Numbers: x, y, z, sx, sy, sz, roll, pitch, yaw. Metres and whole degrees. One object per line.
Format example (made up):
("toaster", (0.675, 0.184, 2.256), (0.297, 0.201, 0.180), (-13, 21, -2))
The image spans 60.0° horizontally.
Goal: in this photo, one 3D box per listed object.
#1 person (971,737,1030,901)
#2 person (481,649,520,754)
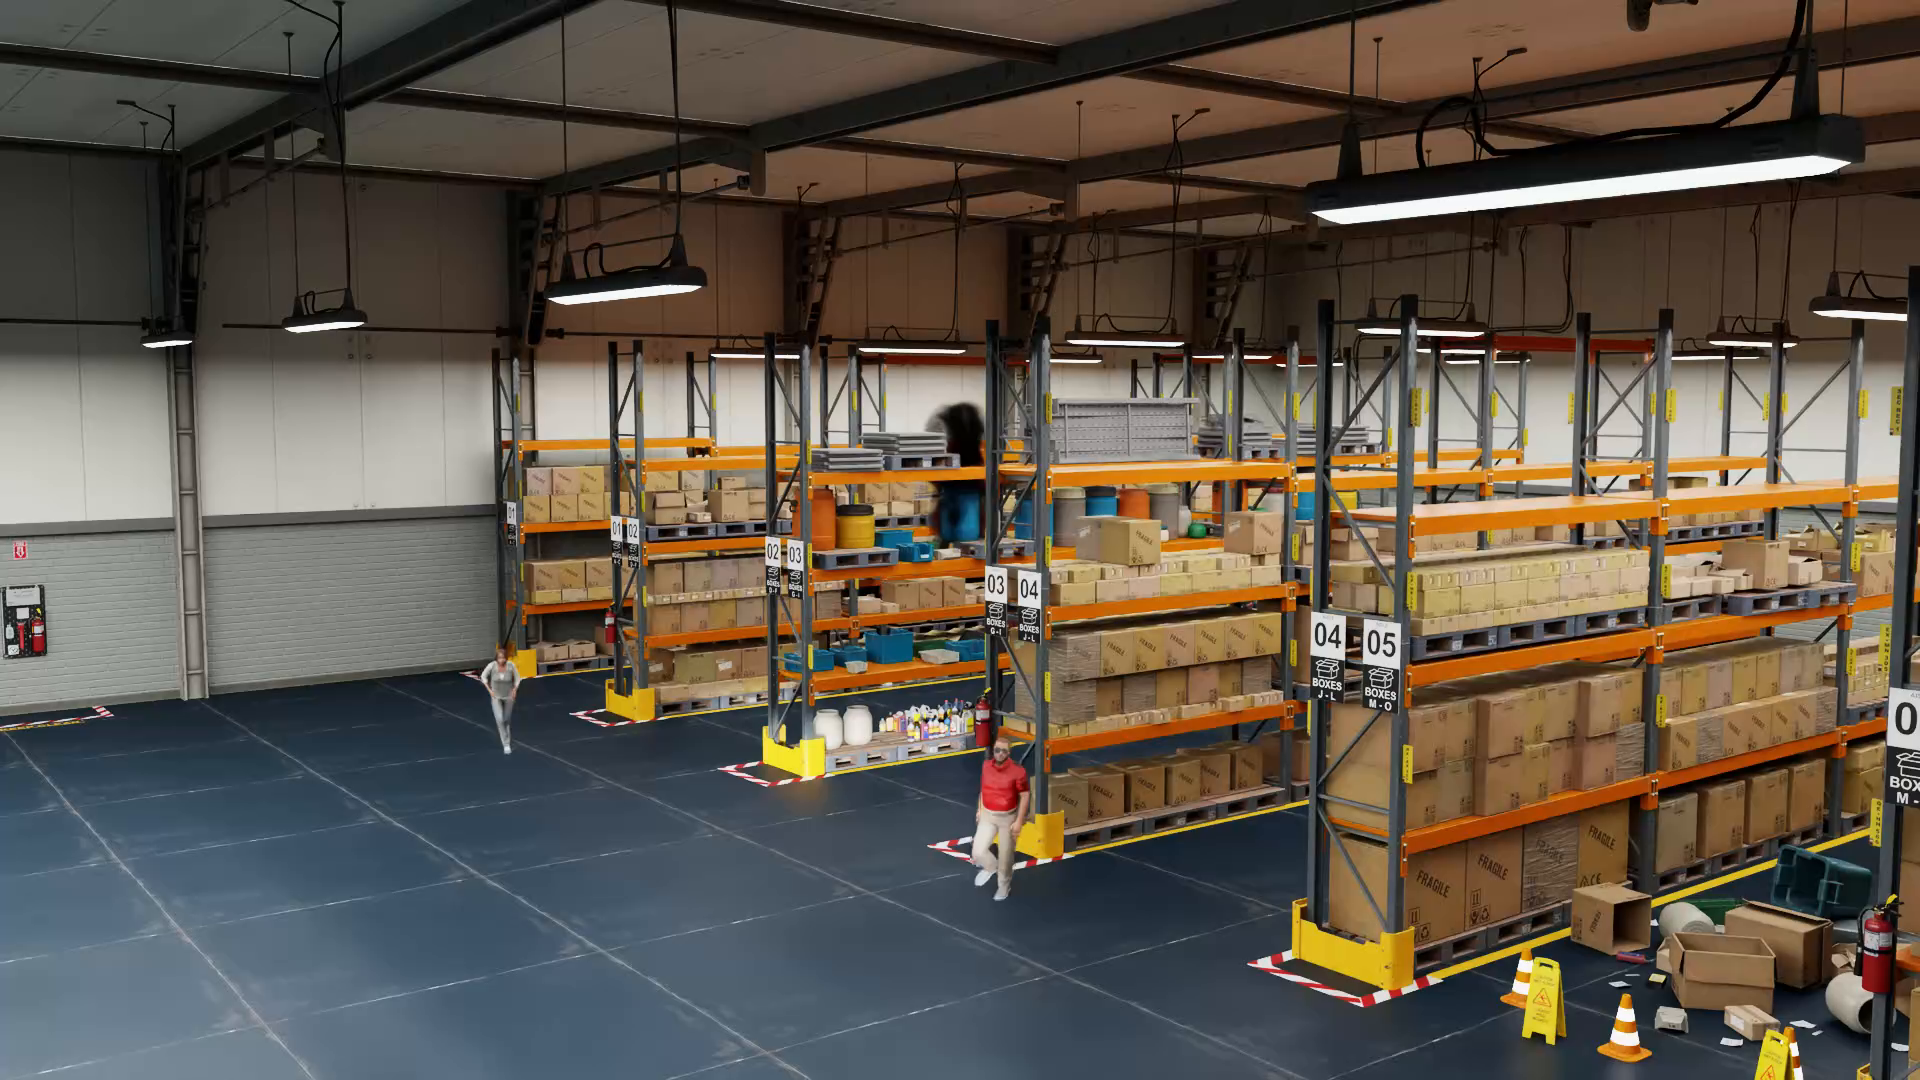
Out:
("person", (0.419, 2.838, 16.947), (0.666, 1.708, 0.590), (2, 5, 21))
("person", (-6.666, 2.302, 24.178), (0.542, 1.550, 0.838), (-1, 5, -12))
